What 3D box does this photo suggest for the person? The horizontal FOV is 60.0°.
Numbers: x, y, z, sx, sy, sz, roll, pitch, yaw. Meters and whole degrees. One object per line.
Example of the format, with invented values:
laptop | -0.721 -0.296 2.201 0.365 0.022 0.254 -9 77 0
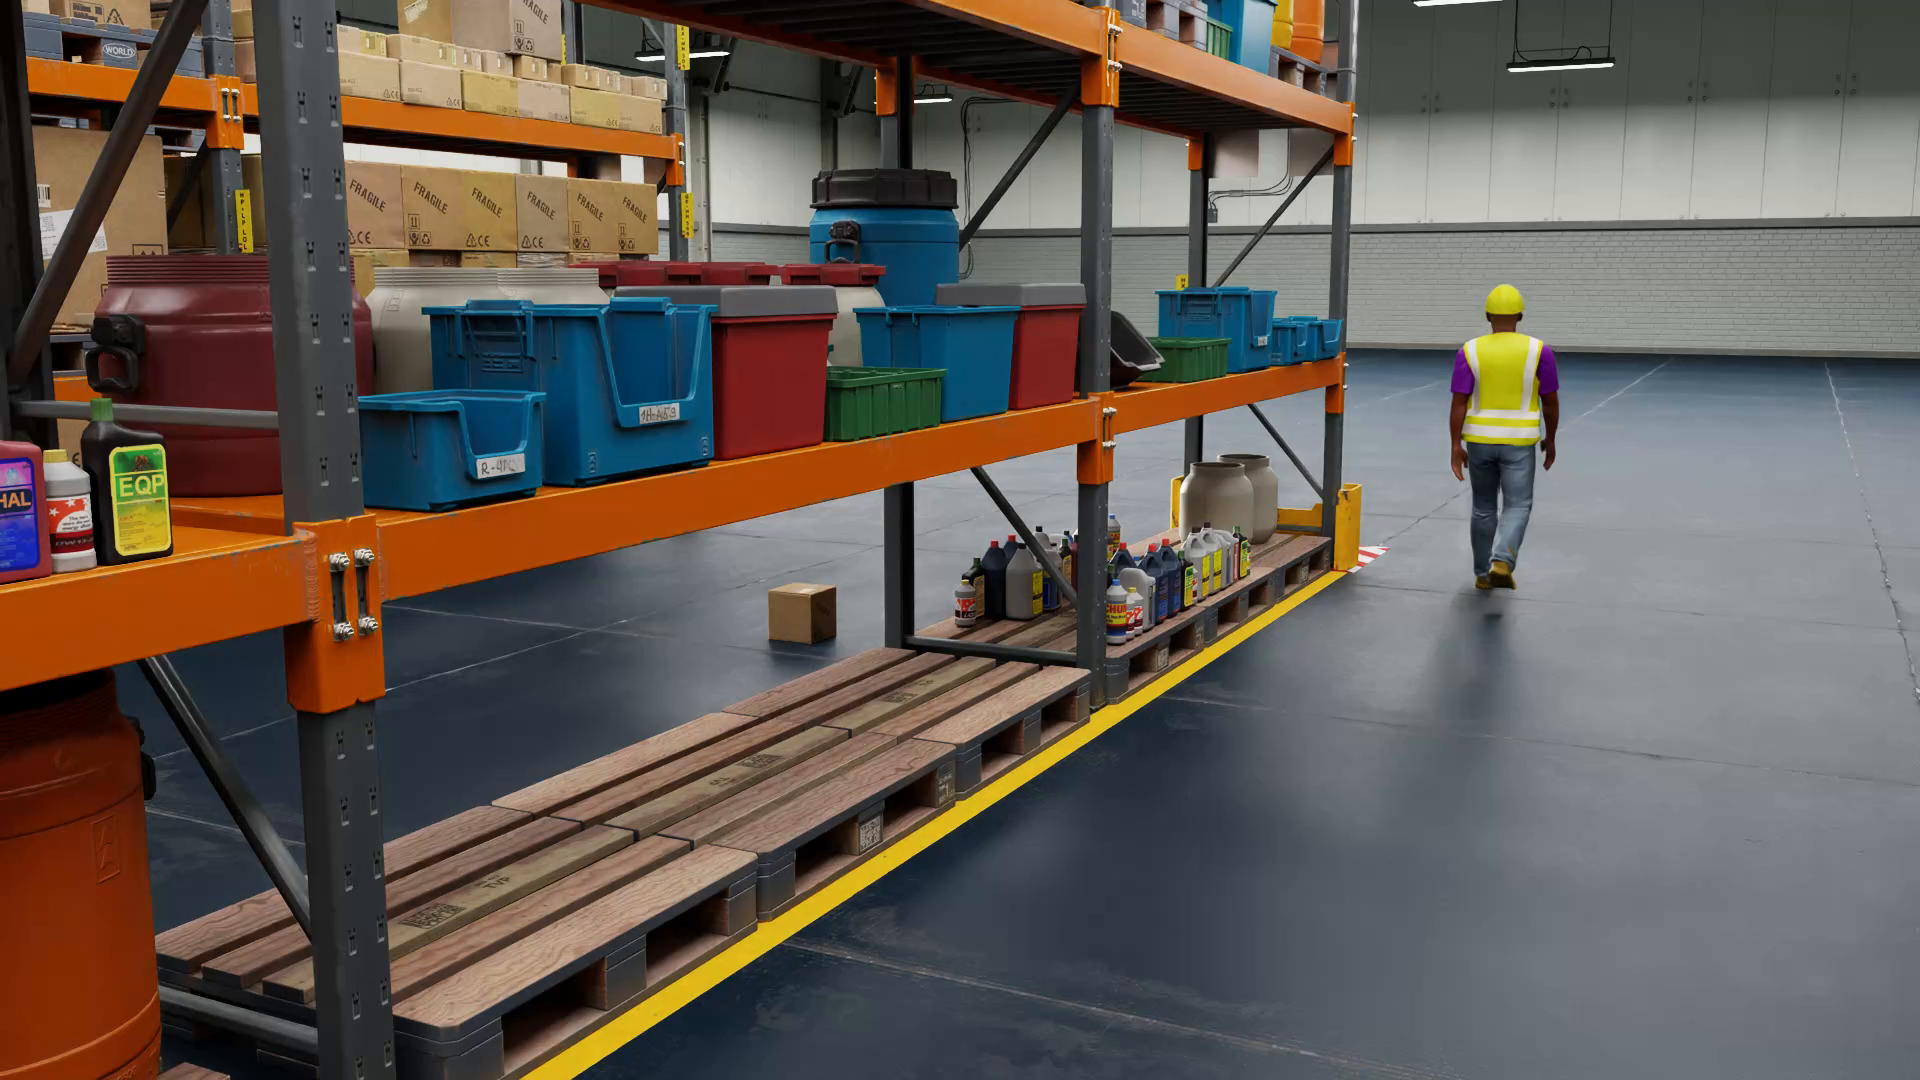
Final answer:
person | 3.021 -0.546 9.251 0.565 1.739 0.931 4 10 25
